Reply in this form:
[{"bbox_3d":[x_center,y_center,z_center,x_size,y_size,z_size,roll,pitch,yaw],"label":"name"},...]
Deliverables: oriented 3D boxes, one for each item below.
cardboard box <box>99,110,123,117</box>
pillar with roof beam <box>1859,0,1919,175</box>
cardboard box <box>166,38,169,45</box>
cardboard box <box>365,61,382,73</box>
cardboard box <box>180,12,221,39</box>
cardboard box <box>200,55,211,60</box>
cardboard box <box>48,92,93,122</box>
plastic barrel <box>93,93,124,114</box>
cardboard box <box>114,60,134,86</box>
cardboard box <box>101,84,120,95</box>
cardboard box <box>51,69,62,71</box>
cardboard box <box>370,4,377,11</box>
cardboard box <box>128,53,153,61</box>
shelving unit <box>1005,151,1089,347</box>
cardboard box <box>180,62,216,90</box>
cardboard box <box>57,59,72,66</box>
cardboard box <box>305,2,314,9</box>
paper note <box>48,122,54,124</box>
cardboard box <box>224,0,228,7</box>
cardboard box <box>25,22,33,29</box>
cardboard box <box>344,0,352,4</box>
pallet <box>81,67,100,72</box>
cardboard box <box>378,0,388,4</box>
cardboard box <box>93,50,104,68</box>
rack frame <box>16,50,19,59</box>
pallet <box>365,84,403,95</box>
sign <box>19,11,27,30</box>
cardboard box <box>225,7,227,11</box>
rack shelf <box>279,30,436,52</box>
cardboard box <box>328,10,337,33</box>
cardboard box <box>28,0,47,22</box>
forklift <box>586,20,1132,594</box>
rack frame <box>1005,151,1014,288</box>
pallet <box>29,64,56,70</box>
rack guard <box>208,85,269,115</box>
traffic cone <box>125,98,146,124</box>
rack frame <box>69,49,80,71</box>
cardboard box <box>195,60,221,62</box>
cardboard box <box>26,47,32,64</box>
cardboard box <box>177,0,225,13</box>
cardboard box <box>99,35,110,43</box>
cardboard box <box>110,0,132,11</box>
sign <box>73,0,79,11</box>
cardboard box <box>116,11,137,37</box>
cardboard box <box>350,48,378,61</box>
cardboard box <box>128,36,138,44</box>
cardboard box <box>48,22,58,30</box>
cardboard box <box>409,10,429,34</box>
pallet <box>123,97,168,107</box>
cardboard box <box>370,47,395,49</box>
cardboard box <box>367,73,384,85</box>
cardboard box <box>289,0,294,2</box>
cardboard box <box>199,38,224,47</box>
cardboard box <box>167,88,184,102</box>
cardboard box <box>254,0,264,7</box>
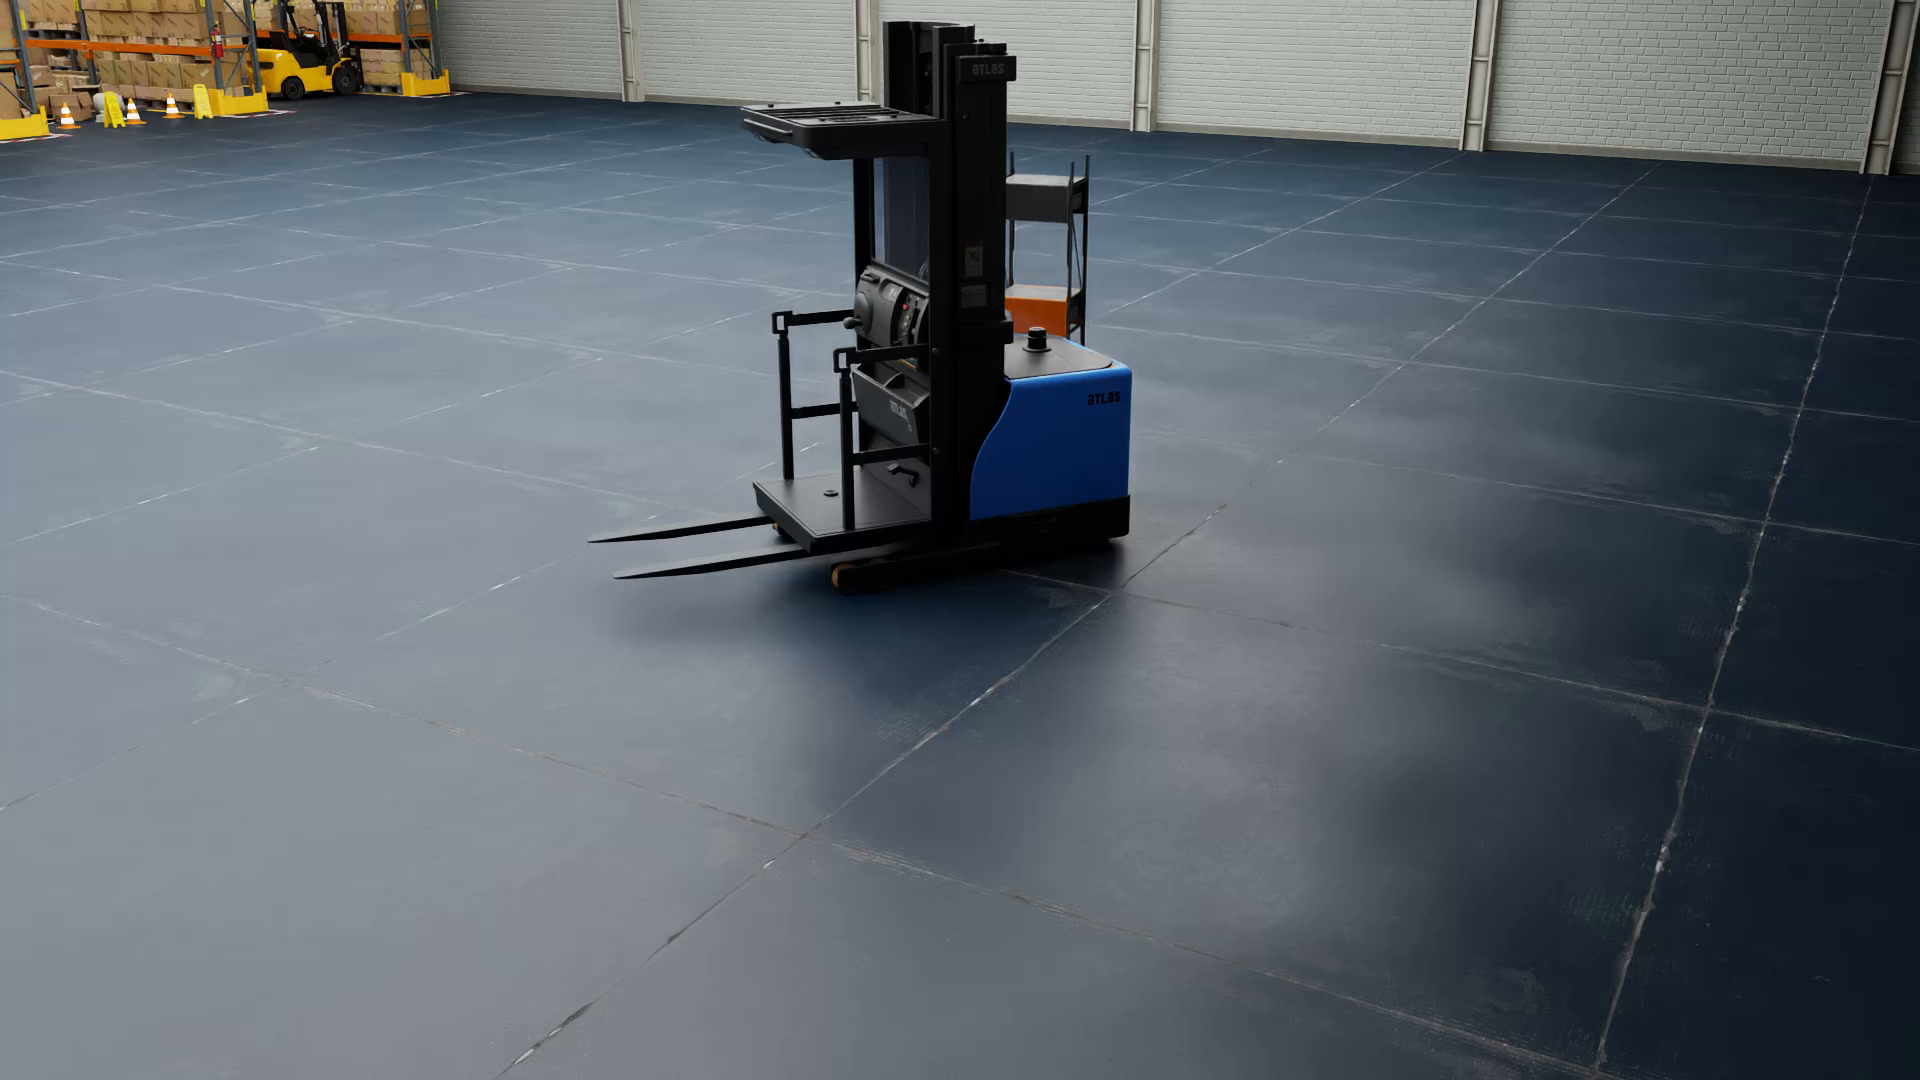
[{"bbox_3d":[-16.711,-8.376,32.739,0.380,0.149,0.250,-11,23,-29],"label":"cardboard box"},{"bbox_3d":[11.758,-8.512,20.134,0.400,9.000,9.100,11,23,27],"label":"pillar with roof beam"},{"bbox_3d":[-15.896,-10.157,33.835,0.250,0.149,0.380,11,23,28],"label":"cardboard box"},{"bbox_3d":[-13.175,-10.793,37.903,0.500,0.250,0.500,11,22,27],"label":"cardboard box"},{"bbox_3d":[-15.190,-10.295,33.265,0.500,0.500,0.500,10,22,26],"label":"cardboard box"},{"bbox_3d":[-18.037,-11.776,40.796,0.625,0.625,0.875,12,23,29],"label":"cardboard box"},{"bbox_3d":[-17.350,-8.465,32.463,0.637,0.503,0.797,-4,20,-10],"label":"cardboard box"},{"bbox_3d":[-17.124,-8.782,33.454,0.512,0.421,0.421,-7,21,-20],"label":"plastic barrel"},{"bbox_3d":[-17.218,-9.759,34.685,0.500,0.500,0.500,12,23,29],"label":"cardboard box"},{"bbox_3d":[-17.691,-9.492,35.049,0.500,0.250,0.500,10,22,25],"label":"cardboard box"},{"bbox_3d":[-20.430,-10.175,36.755,0.625,0.372,0.950,10,22,26],"label":"cardboard box"},{"bbox_3d":[-13.038,-12.000,37.449,0.250,0.149,0.380,11,23,28],"label":"cardboard box"},{"bbox_3d":[-16.925,-9.982,34.349,0.250,0.149,0.380,12,23,30],"label":"cardboard box"},{"bbox_3d":[0.498,-1.359,10.531,0.503,2.100,0.431,7,21,18],"label":"shelving unit"},{"bbox_3d":[-15.409,-9.413,33.732,0.500,0.500,0.500,11,23,28],"label":"cardboard box"},{"bbox_3d":[-23.270,-12.436,43.316,0.250,0.149,0.380,10,22,26],"label":"cardboard box"},{"bbox_3d":[-14.860,-12.323,38.341,0.250,0.149,0.380,11,23,28],"label":"cardboard box"},{"bbox_3d":[-17.412,-7.972,31.801,0.144,0.017,0.142,-16,26,-38],"label":"paper note"},{"bbox_3d":[-17.462,-12.811,39.685,0.250,0.149,0.380,10,22,26],"label":"cardboard box"},{"bbox_3d":[-19.986,-11.117,35.866,0.250,0.149,0.380,12,23,29],"label":"cardboard box"},{"bbox_3d":[-13.743,-12.249,37.701,0.250,0.149,0.380,11,23,28],"label":"cardboard box"},{"bbox_3d":[-21.912,-12.139,43.020,1.213,0.211,1.003,11,23,27],"label":"pallet"},{"bbox_3d":[-12.811,-12.099,37.286,0.250,0.149,0.380,11,23,27],"label":"cardboard box"},{"bbox_3d":[-21.859,-12.363,42.599,0.500,0.500,0.500,10,22,27],"label":"cardboard box"},{"bbox_3d":[-21.566,-11.430,36.977,0.127,3.000,1.000,11,23,27],"label":"rack frame"},{"bbox_3d":[-12.853,-10.382,38.177,1.213,0.211,1.003,11,23,27],"label":"pallet"},{"bbox_3d":[-16.632,-9.218,29.493,0.005,0.325,0.100,11,23,27],"label":"sign"},{"bbox_3d":[-17.538,-12.673,39.890,0.500,0.250,0.500,11,23,28],"label":"cardboard box"},{"bbox_3d":[-13.911,-11.573,38.425,4.000,0.370,1.077,11,23,27],"label":"rack shelf"},{"bbox_3d":[-14.062,-11.883,38.080,0.500,0.500,0.500,11,23,28],"label":"cardboard box"},{"bbox_3d":[-19.470,-11.328,35.495,0.500,0.500,0.500,12,23,29],"label":"cardboard box"},{"bbox_3d":[-0.565,-1.289,9.121,3.031,2.935,1.130,-9,22,-23],"label":"forklift"},{"bbox_3d":[0.268,-1.386,10.605,0.015,2.100,0.400,7,21,18],"label":"rack frame"},{"bbox_3d":[-24.309,-12.580,44.236,1.213,0.211,1.003,11,23,27],"label":"pallet"},{"bbox_3d":[-14.648,-8.938,33.771,0.348,0.500,1.175,11,23,27],"label":"rack guard"},{"bbox_3d":[-15.831,-8.208,31.814,0.334,0.463,0.336,11,23,27],"label":"traffic cone"},{"bbox_3d":[-22.641,-13.574,42.887,0.127,3.000,1.000,11,23,27],"label":"rack frame"},{"bbox_3d":[-15.631,-9.663,34.422,0.500,0.500,0.500,10,22,25],"label":"cardboard box"},{"bbox_3d":[-24.505,-12.860,43.969,0.500,0.500,0.500,11,23,28],"label":"cardboard box"},{"bbox_3d":[-15.134,-10.777,33.127,0.500,0.500,0.700,10,22,26],"label":"cardboard box"},{"bbox_3d":[-17.710,-10.473,34.706,0.250,0.149,0.380,12,23,29],"label":"cardboard box"},{"bbox_3d":[-16.935,-11.101,34.021,0.500,0.500,0.700,10,22,26],"label":"cardboard box"},{"bbox_3d":[-18.342,-11.144,34.489,0.005,0.325,0.100,11,23,27],"label":"sign"},{"bbox_3d":[-16.944,-10.632,34.193,0.500,0.500,0.500,11,22,27],"label":"cardboard box"},{"bbox_3d":[-13.613,-11.101,38.020,0.500,0.250,0.500,11,23,28],"label":"cardboard box"},{"bbox_3d":[-16.843,-10.284,34.185,0.250,0.149,0.380,11,23,28],"label":"cardboard box"},{"bbox_3d":[-19.122,-10.929,35.348,0.250,0.149,0.380,10,22,26],"label":"cardboard box"},{"bbox_3d":[-12.462,-11.790,37.823,0.500,0.500,0.500,12,23,29],"label":"cardboard box"},{"bbox_3d":[-17.471,-9.353,35.340,1.213,0.211,1.003,11,23,27],"label":"pallet"},{"bbox_3d":[-13.361,-11.258,38.452,0.500,0.250,0.500,11,22,27],"label":"cardboard box"},{"bbox_3d":[-13.158,-10.553,37.974,0.500,0.250,0.500,11,23,27],"label":"cardboard box"},{"bbox_3d":[-15.523,-12.594,38.651,0.250,0.149,0.380,11,23,28],"label":"cardboard box"},{"bbox_3d":[-15.013,-9.980,33.349,0.250,0.149,0.380,12,23,29],"label":"cardboard box"},{"bbox_3d":[-15.867,-9.148,34.101,0.500,0.250,0.500,11,23,27],"label":"cardboard box"},{"bbox_3d":[-16.485,-12.680,39.325,0.250,0.149,0.380,11,23,27],"label":"cardboard box"}]
